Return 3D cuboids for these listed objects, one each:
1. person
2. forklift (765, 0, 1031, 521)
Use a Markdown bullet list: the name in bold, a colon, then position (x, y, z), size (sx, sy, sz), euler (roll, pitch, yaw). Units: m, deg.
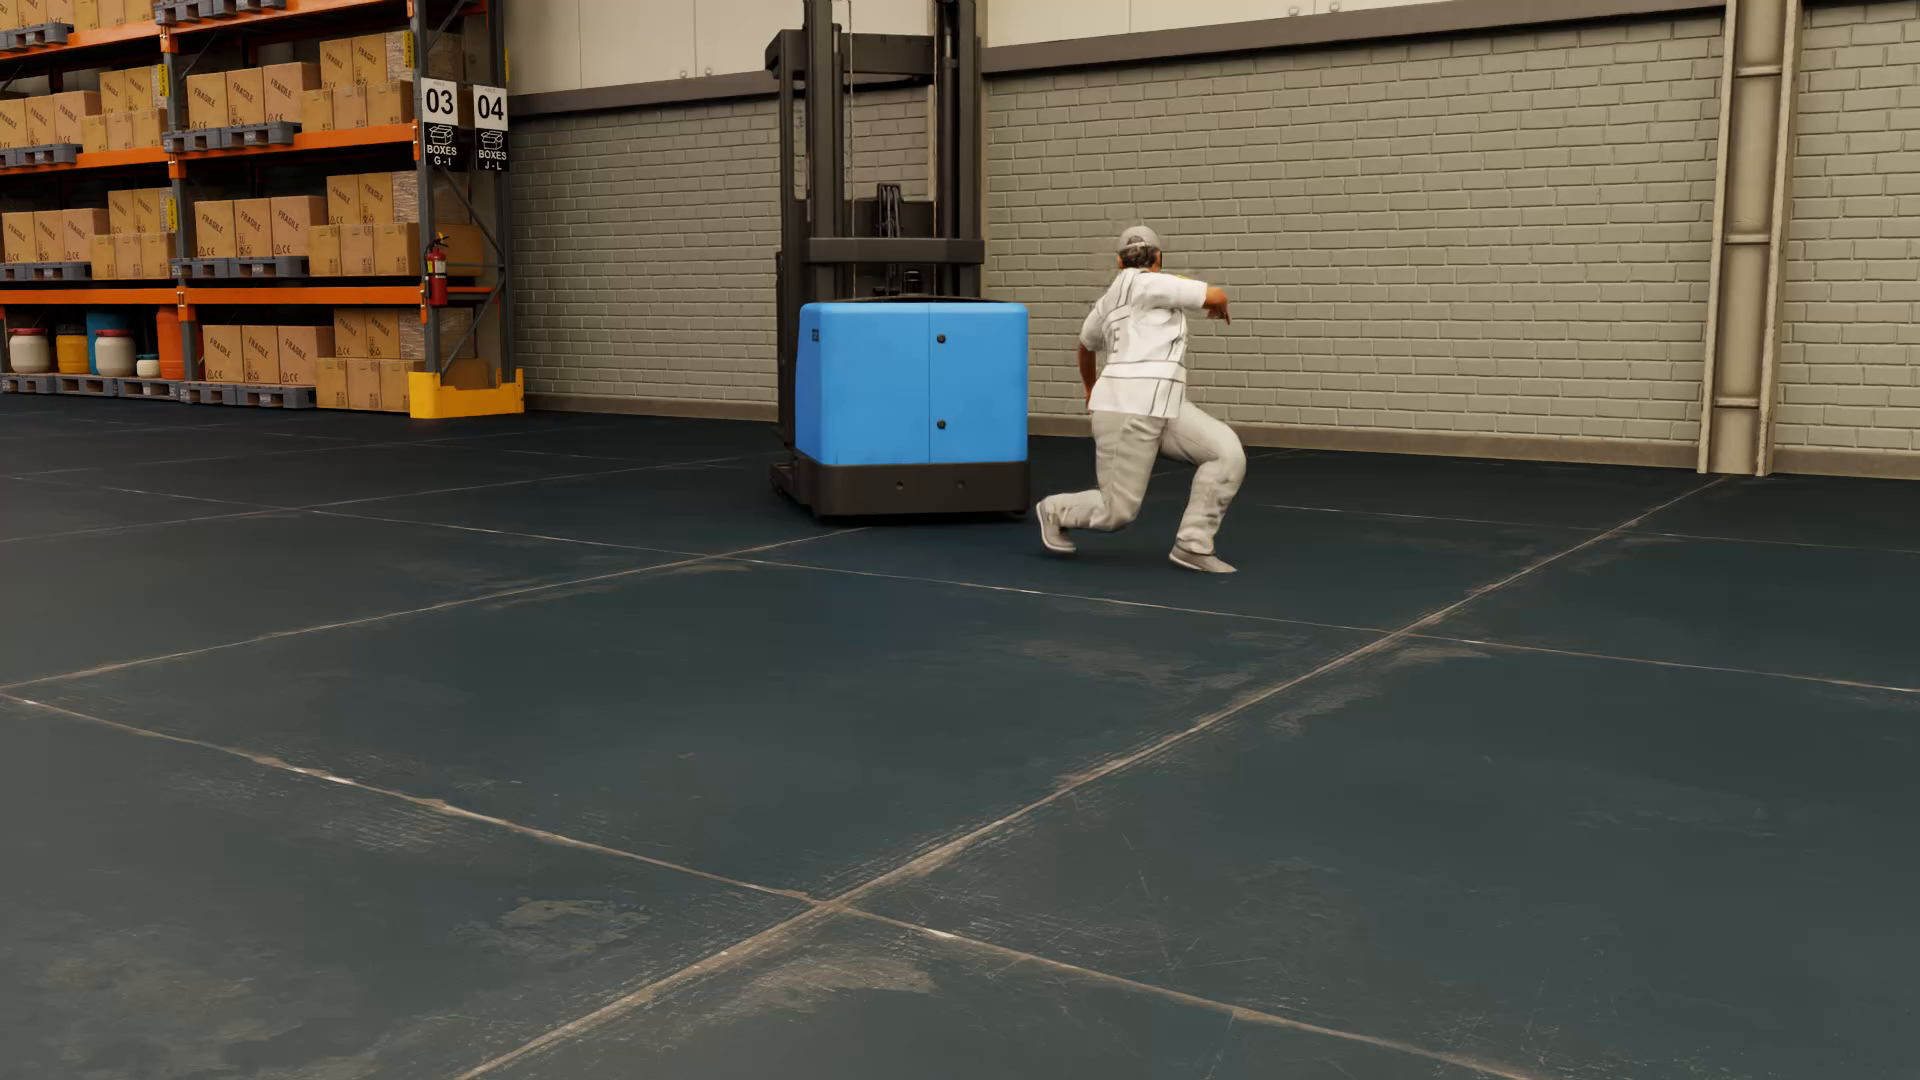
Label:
- **person**: position (0.758, -0.575, 6.898), size (0.932, 1.433, 0.719), euler (3, 9, 23)
- **forklift**: position (-0.482, -1.716, 9.262), size (1.130, 2.935, 3.031), euler (-2, 8, -13)
